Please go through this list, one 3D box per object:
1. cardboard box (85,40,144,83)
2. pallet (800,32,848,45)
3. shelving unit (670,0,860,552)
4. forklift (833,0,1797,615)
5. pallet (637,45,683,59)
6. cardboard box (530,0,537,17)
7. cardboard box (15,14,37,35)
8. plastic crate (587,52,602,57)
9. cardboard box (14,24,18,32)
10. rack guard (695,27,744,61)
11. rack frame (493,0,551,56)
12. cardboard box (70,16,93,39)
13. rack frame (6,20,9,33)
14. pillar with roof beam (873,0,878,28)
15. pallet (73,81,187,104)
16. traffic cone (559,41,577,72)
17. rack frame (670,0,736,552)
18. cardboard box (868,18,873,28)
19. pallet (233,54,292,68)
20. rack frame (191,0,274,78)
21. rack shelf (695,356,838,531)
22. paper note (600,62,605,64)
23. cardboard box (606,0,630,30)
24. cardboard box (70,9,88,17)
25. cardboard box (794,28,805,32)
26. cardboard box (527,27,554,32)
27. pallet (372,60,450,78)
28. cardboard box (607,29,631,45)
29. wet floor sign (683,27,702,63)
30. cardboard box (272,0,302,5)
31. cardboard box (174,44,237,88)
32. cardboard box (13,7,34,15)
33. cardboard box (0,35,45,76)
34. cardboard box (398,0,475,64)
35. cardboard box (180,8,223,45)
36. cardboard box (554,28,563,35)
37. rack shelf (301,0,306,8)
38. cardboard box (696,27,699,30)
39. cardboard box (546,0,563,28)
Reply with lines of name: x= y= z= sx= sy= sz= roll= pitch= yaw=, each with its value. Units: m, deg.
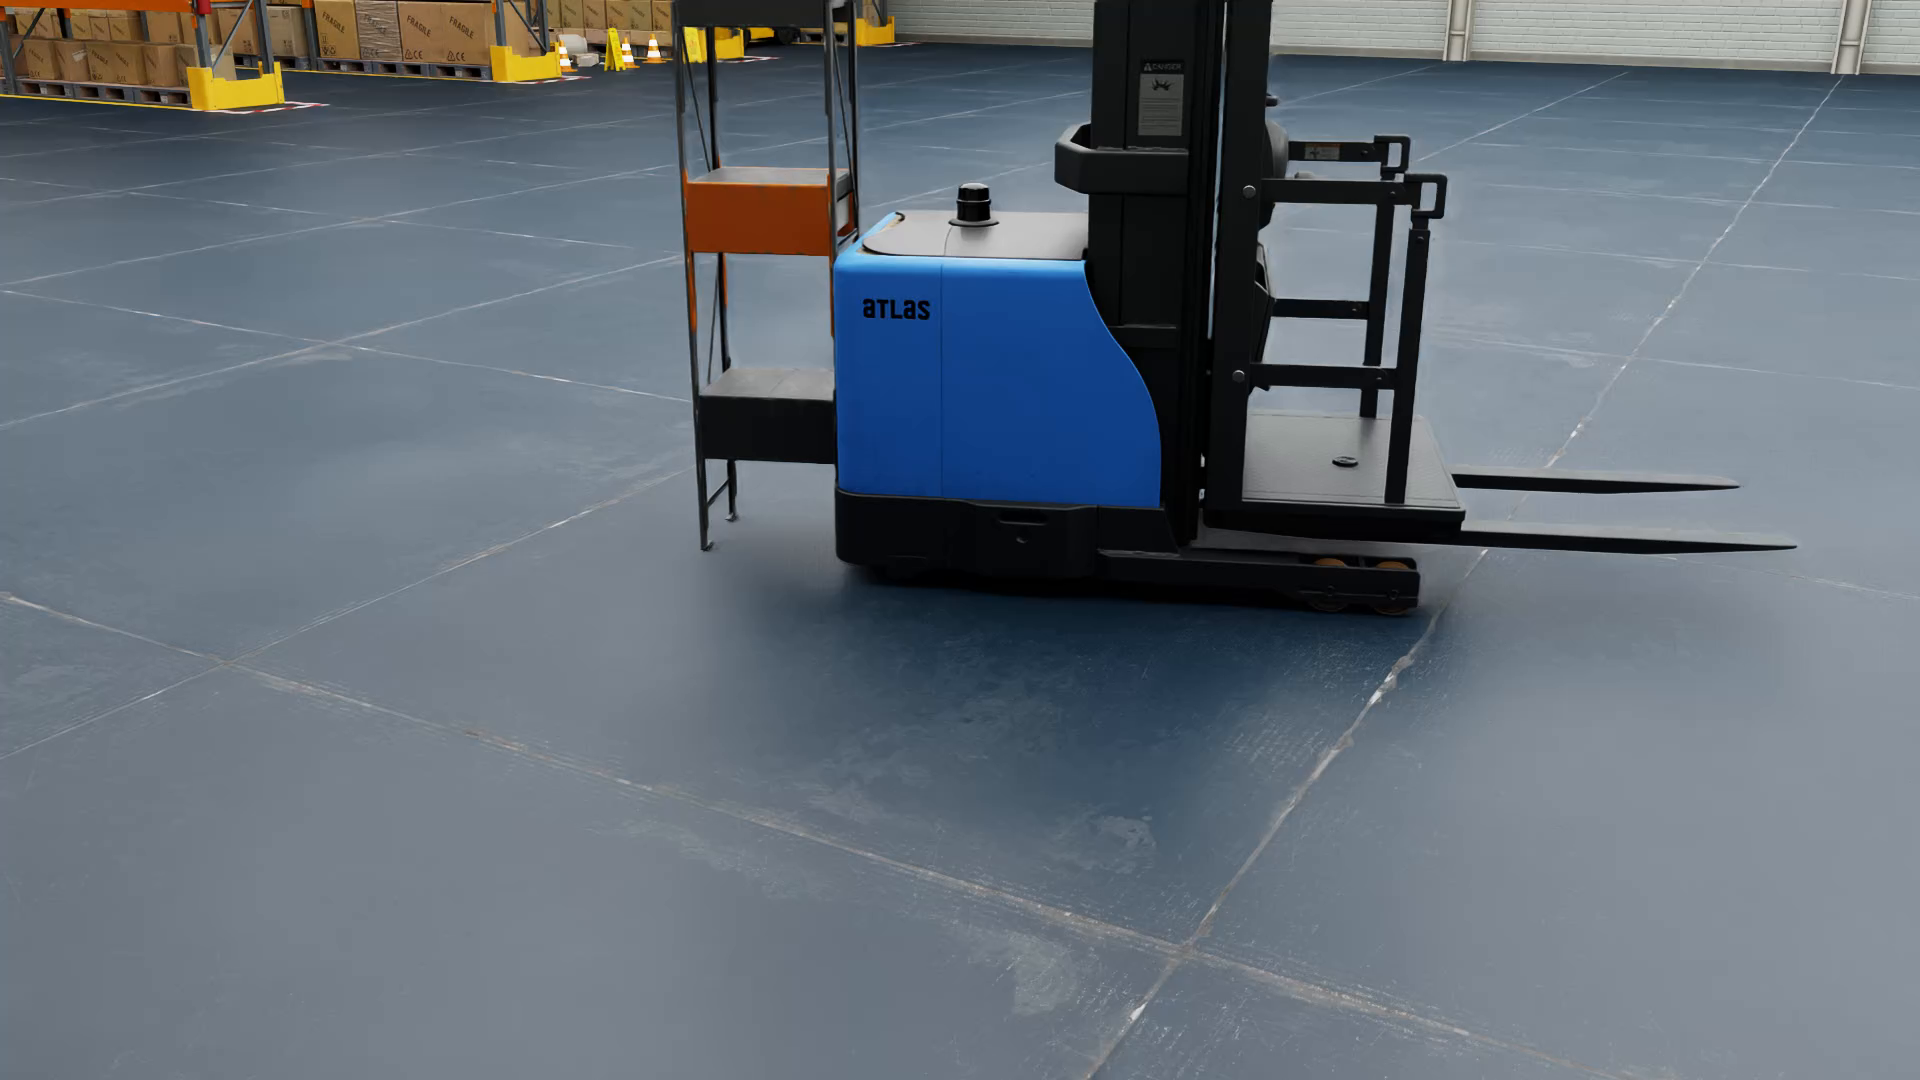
cardboard box: x=-11.080 y=-6.299 z=21.882 sx=0.500 sy=0.500 sz=0.500 roll=9 pitch=22 yaw=23
pallet: x=-2.440 y=-10.096 z=33.387 sx=1.213 sy=0.211 sz=1.003 roll=11 pitch=23 yaw=27
shelving unit: x=-0.619 y=-1.003 z=5.551 sx=0.503 sy=2.100 sz=0.431 roll=3 pitch=20 yaw=8
forklift: x=1.149 y=-1.336 z=5.249 sx=3.031 sy=2.935 sz=1.130 roll=3 pitch=20 yaw=8
pallet: x=-4.927 y=-8.661 z=29.431 sx=1.213 sy=0.211 sz=1.003 roll=11 pitch=23 yaw=27
cardboard box: x=-9.210 y=-11.651 z=36.635 sx=0.500 sy=0.500 sz=0.500 roll=12 pitch=23 yaw=29
cardboard box: x=-16.455 y=-9.139 z=29.710 sx=0.500 sy=0.500 sz=0.500 roll=12 pitch=23 yaw=29
plastic crate: x=-6.690 y=-8.601 z=29.458 sx=0.583 sy=0.080 sz=0.402 roll=3 pitch=20 yaw=9
cardboard box: x=-17.396 y=-9.486 z=30.747 sx=0.250 sy=0.149 sz=0.380 roll=11 pitch=23 yaw=28
rack guard: x=-4.235 y=-8.651 z=28.981 sx=0.348 sy=0.500 sz=1.175 roll=11 pitch=23 yaw=27
rack frame: x=-6.495 y=-8.323 z=24.411 sx=0.127 sy=3.000 sz=1.000 roll=11 pitch=23 yaw=27
cardboard box: x=-15.102 y=-8.878 z=28.990 sx=0.500 sy=0.500 sz=0.500 roll=10 pitch=22 yaw=25
rack frame: x=-16.971 y=-10.318 z=29.912 sx=0.127 sy=3.000 sz=1.000 roll=11 pitch=23 yaw=27
pillar with roof beam: x=-4.019 y=-13.214 z=29.098 sx=0.400 sy=9.000 sz=9.100 roll=11 pitch=23 yaw=27
pallet: x=-10.821 y=-5.914 z=21.858 sx=1.213 sy=0.211 sz=1.003 roll=11 pitch=23 yaw=27
traffic cone: x=-6.266 y=-7.641 z=26.252 sx=0.334 sy=0.463 sz=0.336 roll=11 pitch=23 yaw=27
rack frame: x=-0.860 y=-1.015 z=5.583 sx=0.015 sy=2.100 sz=0.400 roll=3 pitch=20 yaw=8
cardboard box: x=-2.085 y=-10.336 z=33.378 sx=0.500 sy=0.250 sz=0.500 roll=11 pitch=23 yaw=28
pallet: x=-11.767 y=-7.986 z=27.570 sx=1.213 sy=0.211 sz=1.003 roll=11 pitch=23 yaw=27
rack frame: x=-9.002 y=-6.863 z=20.386 sx=0.127 sy=3.000 sz=1.000 roll=11 pitch=23 yaw=27
rack shelf: x=-0.619 y=-0.332 z=5.794 sx=0.480 sy=0.518 sz=0.431 roll=3 pitch=20 yaw=8
paper note: x=-5.965 y=-7.982 z=27.825 sx=0.142 sy=0.019 sz=0.148 roll=3 pitch=20 yaw=9
cardboard box: x=-5.890 y=-9.298 z=29.416 sx=0.500 sy=0.500 sz=0.500 roll=10 pitch=22 yaw=26
cardboard box: x=-15.086 y=-9.234 z=28.872 sx=0.500 sy=0.250 sz=0.500 roll=11 pitch=23 yaw=29
cardboard box: x=-3.178 y=-10.352 z=33.421 sx=0.500 sy=0.250 sz=0.500 roll=11 pitch=23 yaw=28
cardboard box: x=-7.389 y=-8.721 z=29.171 sx=0.500 sy=0.500 sz=0.500 roll=-7 pitch=21 yaw=-20
pallet: x=-8.292 y=-7.325 z=25.749 sx=1.213 sy=0.211 sz=1.003 roll=11 pitch=23 yaw=27
cardboard box: x=-5.914 y=-8.946 z=29.546 sx=0.500 sy=0.250 sz=0.500 roll=10 pitch=22 yaw=25
wet floor sign: x=-4.525 y=-8.356 z=27.956 sx=0.267 sy=0.644 sz=0.232 roll=-16 pitch=26 yaw=-38
cardboard box: x=-13.273 y=-10.780 z=33.685 sx=0.875 sy=0.875 sz=0.875 roll=12 pitch=23 yaw=29
cardboard box: x=-9.539 y=-5.994 z=21.041 sx=0.500 sy=0.500 sz=0.500 roll=16 pitch=25 yaw=37
cardboard box: x=-16.455 y=-9.492 z=29.583 sx=0.500 sy=0.250 sz=0.500 roll=10 pitch=22 yaw=25
cardboard box: x=-13.020 y=-6.669 z=22.871 sx=0.500 sy=0.500 sz=0.700 roll=9 pitch=22 yaw=23
cardboard box: x=-7.888 y=-7.760 z=25.360 sx=0.875 sy=0.875 sz=0.875 roll=10 pitch=22 yaw=26
cardboard box: x=-12.226 y=-8.521 z=27.639 sx=0.750 sy=0.750 sz=1.050 roll=11 pitch=23 yaw=28
cardboard box: x=-7.278 y=-9.205 z=30.258 sx=0.500 sy=0.250 sz=0.500 roll=10 pitch=22 yaw=25
rack shelf: x=-11.733 y=-8.983 z=27.284 sx=4.000 sy=0.370 sz=1.077 roll=11 pitch=23 yaw=27
cardboard box: x=-4.759 y=-9.291 z=29.396 sx=0.500 sy=0.500 sz=0.500 roll=10 pitch=22 yaw=26
cardboard box: x=-7.278 y=-9.557 z=30.131 sx=0.500 sy=0.500 sz=0.500 roll=12 pitch=23 yaw=30
